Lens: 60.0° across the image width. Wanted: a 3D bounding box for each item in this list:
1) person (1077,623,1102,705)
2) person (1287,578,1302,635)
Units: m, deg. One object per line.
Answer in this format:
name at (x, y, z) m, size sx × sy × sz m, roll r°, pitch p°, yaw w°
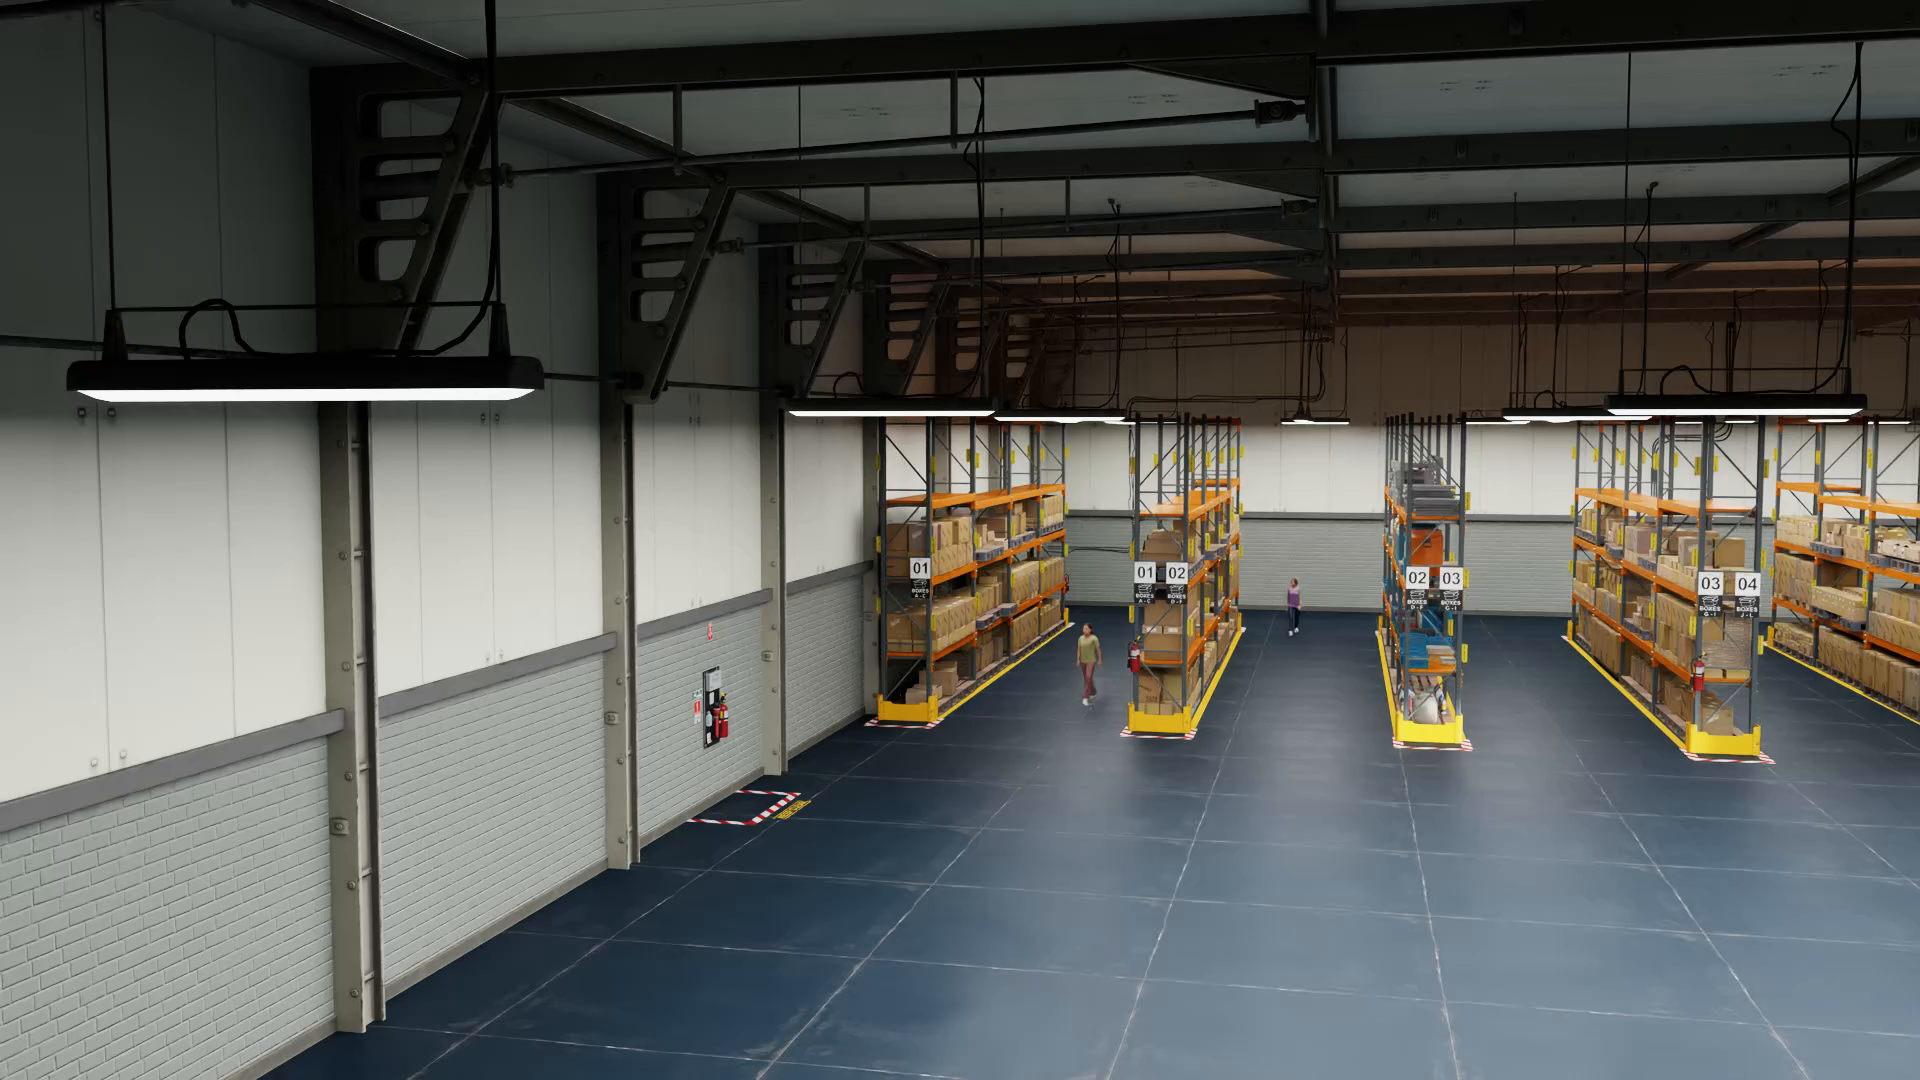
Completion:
person at (2.634, 2.544, 34.595) m, size 0.478 × 1.638 × 0.890 m, roll 3°, pitch 5°, yaw 37°
person at (9.220, 1.827, 45.856) m, size 0.410 × 1.539 × 0.972 m, roll 1°, pitch 4°, yaw 12°
